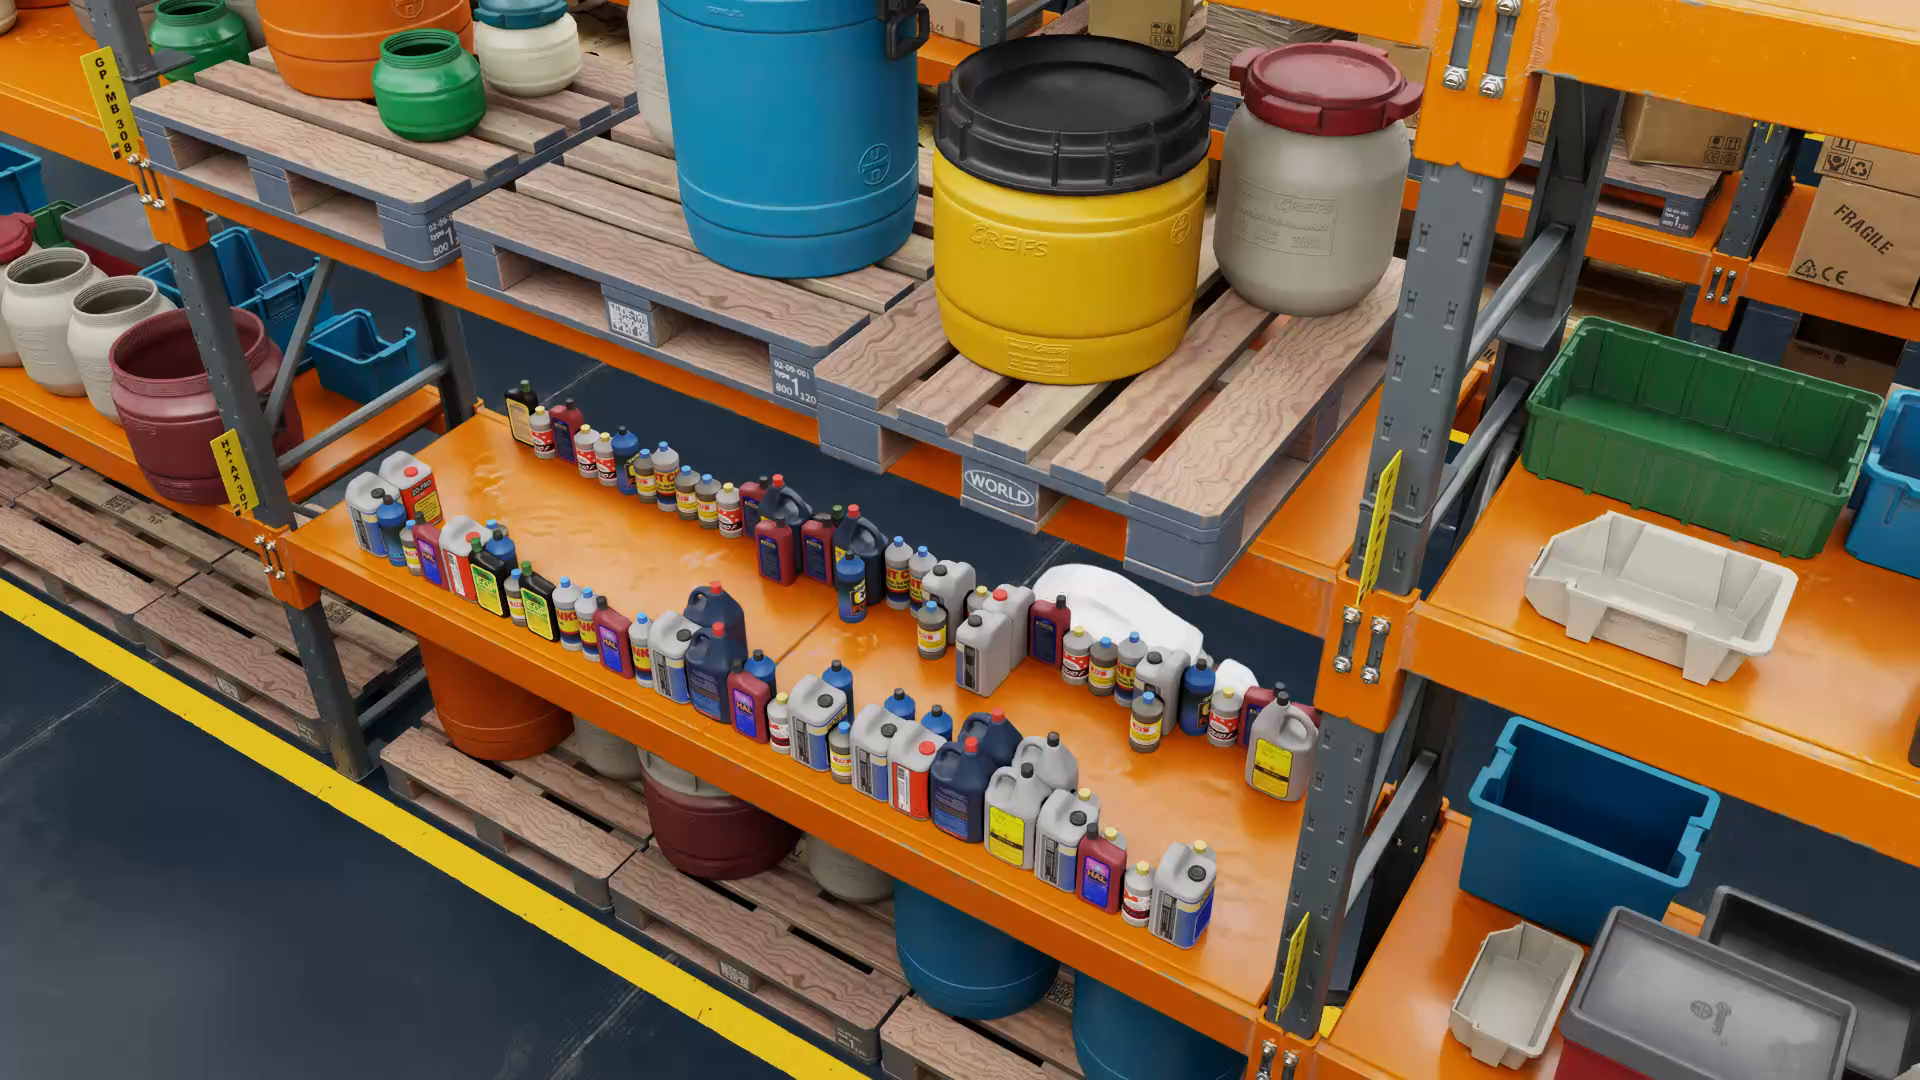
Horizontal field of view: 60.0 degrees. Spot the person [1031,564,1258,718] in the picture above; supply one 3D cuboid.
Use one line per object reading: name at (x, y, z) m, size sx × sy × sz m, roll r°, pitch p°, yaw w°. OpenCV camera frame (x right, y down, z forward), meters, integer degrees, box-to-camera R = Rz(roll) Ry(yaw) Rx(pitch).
person at (0.701, 0.584, 6.622) m, size 1.000 × 0.915 × 0.519 m, roll 20°, pitch 42°, yaw 23°
